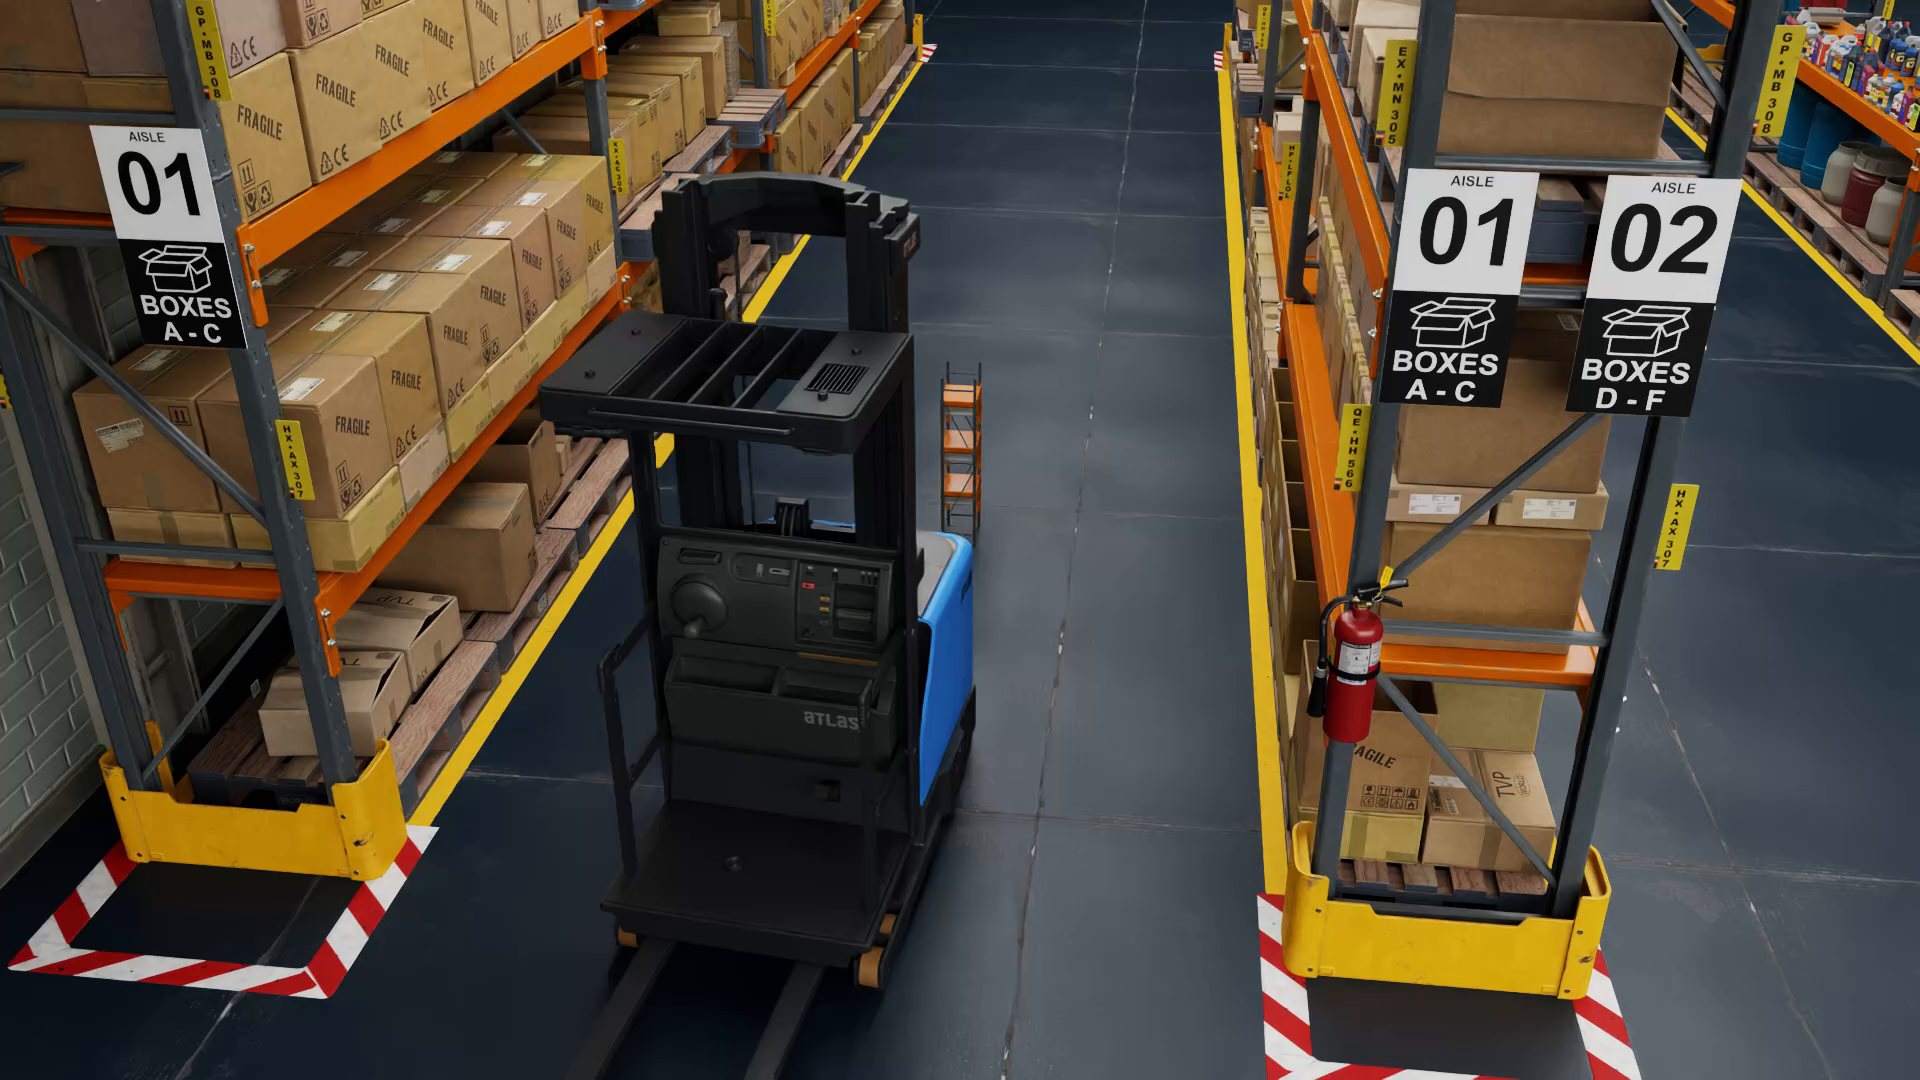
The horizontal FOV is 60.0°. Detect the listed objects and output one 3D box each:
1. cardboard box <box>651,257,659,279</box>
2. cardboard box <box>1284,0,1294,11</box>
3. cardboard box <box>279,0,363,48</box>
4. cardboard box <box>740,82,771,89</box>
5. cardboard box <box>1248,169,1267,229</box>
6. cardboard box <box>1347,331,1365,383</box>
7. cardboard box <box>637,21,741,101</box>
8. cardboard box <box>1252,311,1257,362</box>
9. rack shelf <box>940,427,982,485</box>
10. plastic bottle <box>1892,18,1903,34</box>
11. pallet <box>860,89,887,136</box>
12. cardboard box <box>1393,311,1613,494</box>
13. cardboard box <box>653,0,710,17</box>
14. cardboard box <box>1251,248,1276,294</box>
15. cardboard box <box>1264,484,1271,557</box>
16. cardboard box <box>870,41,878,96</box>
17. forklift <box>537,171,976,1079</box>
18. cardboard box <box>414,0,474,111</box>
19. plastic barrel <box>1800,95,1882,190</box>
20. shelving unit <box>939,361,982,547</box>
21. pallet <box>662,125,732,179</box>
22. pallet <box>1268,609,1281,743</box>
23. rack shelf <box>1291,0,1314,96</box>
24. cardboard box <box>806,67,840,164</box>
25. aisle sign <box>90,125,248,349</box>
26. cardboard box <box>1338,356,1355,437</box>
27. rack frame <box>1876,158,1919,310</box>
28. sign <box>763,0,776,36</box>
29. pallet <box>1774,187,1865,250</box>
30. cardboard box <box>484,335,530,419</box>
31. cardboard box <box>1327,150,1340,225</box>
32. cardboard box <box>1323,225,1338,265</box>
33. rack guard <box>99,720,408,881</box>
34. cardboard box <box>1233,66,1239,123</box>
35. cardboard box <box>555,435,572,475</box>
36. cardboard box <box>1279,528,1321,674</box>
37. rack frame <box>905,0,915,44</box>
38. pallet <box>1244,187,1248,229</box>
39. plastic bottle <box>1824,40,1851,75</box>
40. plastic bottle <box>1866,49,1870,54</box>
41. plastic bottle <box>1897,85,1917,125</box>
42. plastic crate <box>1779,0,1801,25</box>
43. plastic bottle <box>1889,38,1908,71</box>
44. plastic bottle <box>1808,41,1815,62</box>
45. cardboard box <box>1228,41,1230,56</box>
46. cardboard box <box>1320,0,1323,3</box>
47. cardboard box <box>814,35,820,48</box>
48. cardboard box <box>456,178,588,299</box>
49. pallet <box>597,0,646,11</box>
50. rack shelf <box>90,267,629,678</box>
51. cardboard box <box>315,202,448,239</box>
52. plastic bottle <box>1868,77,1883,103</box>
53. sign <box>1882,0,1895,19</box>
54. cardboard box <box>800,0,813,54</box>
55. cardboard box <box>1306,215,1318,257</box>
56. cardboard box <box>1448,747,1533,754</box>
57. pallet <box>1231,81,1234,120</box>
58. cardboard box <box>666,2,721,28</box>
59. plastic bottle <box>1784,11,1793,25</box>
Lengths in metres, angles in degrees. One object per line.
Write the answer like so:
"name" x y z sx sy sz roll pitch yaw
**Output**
"cardboard box" -2.357 -2.055 11.782 0.500 0.250 0.500 3 28 5
"cardboard box" 3.132 -4.379 14.168 0.700 0.500 0.500 9 30 16
"cardboard box" -2.632 -2.162 6.258 0.500 0.500 0.500 3 28 6
"cardboard box" -1.781 -3.754 13.799 0.380 0.149 0.250 3 28 5
"cardboard box" 2.747 -2.975 14.281 0.500 0.500 0.500 4 29 8
"cardboard box" 1.900 -0.792 7.269 0.380 0.149 0.250 4 29 8
"cardboard box" -2.099 -3.730 12.941 0.700 0.500 0.500 0 28 0
"cardboard box" 2.328 -1.450 11.735 0.500 0.250 0.500 4 29 7
"rack shelf" 0.007 -0.478 9.553 0.215 0.259 0.240 3 28 6
"plastic bottle" 8.483 -4.548 15.081 0.144 0.351 0.185 3 28 6
"pallet" -1.391 -4.723 18.294 1.003 0.211 1.213 3 28 6
"cardboard box" 1.961 -0.521 6.082 0.700 0.500 0.500 3 29 6
"cardboard box" -2.253 -4.456 13.629 0.500 0.250 0.500 4 29 8
"cardboard box" 2.389 -1.932 12.038 0.500 0.311 0.500 3 28 5
"cardboard box" 1.951 -0.084 9.199 0.500 0.250 0.500 3 28 6
"cardboard box" -1.303 -5.264 18.550 0.700 0.500 0.500 3 28 6
"forklift" -0.759 0.261 6.176 1.130 2.935 3.031 6 29 11
"cardboard box" -2.537 -2.213 7.407 0.500 0.500 0.500 5 29 9
"plastic barrel" 8.101 -3.694 15.213 0.600 0.901 0.708 3 28 6
"shelving unit" 0.007 -0.487 9.548 0.215 1.050 0.252 3 28 6
"pallet" -2.253 -2.695 11.793 1.003 0.211 1.213 3 28 6
"pallet" 2.089 0.630 8.357 1.003 0.211 1.213 3 28 6
"rack shelf" 2.620 -3.490 10.662 1.077 0.370 4.000 3 28 6
"cardboard box" -1.618 -4.103 16.028 0.750 0.750 0.750 4 29 8
"aisle sign" -2.743 -1.041 5.780 0.394 0.787 0.004 3 28 6
"cardboard box" 2.142 -0.654 7.696 0.700 0.500 0.500 4 29 8
"rack frame" 7.781 -3.138 12.413 1.000 3.000 0.127 3 28 6
"sign" -1.512 -4.162 13.175 0.100 0.325 0.005 3 28 6
"pallet" 7.988 -2.857 14.830 1.003 0.211 1.213 3 28 6
"cardboard box" -2.475 -0.825 8.255 0.500 0.250 0.500 4 29 7
"cardboard box" 2.327 -1.951 8.735 0.700 0.500 0.500 3 29 6
"cardboard box" 2.090 -1.520 8.619 0.380 0.149 0.250 3 28 5
"rack guard" -3.022 1.116 7.151 1.175 0.500 0.348 3 28 6
"cardboard box" 3.144 -4.689 17.462 0.500 0.500 0.500 3 28 6
"cardboard box" -2.577 -0.524 10.083 0.380 0.166 0.250 0 28 0
"cardboard box" 1.763 0.292 7.711 0.500 0.500 0.500 3 28 6
"rack frame" -1.071 -7.480 20.471 1.000 3.000 0.127 3 28 6
"pallet" 3.146 -3.122 15.323 1.003 0.211 1.213 3 28 6
"plastic bottle" 7.694 -4.226 14.562 0.152 0.276 0.135 3 28 6
"plastic bottle" 7.772 -4.071 14.279 0.097 0.271 0.097 0 28 0
"plastic bottle" 7.435 -3.411 13.041 0.061 0.283 0.133 3 28 6
"plastic crate" 7.990 -5.280 16.342 0.392 0.384 0.575 3 28 6
"plastic bottle" 8.294 -4.286 14.679 0.097 0.271 0.097 0 28 0
"plastic bottle" 7.726 -4.421 15.003 0.097 0.201 0.097 0 28 0
"cardboard box" 3.453 -5.955 20.183 0.380 0.149 0.250 3 28 6
"cardboard box" 2.052 -2.934 8.176 0.500 0.500 0.500 6 29 10
"cardboard box" -1.521 -4.724 15.600 0.380 0.149 0.250 3 28 5
"cardboard box" -2.348 -1.628 8.956 0.500 0.500 0.500 3 28 6
"pallet" -2.360 -3.353 9.847 1.213 0.211 1.003 3 28 6
"rack shelf" -2.787 -0.573 8.409 1.077 0.370 4.000 3 28 6
"cardboard box" -2.940 -1.417 8.565 0.500 0.500 0.500 4 29 8
"plastic bottle" 7.539 -3.703 13.670 0.097 0.201 0.097 0 28 0
"sign" 8.817 -5.110 15.781 0.100 0.325 0.005 3 28 6
"cardboard box" -1.603 -4.591 14.669 0.500 0.500 0.500 3 28 6
"cardboard box" 2.301 -1.910 10.275 0.396 0.266 0.258 3 28 5
"cardboard box" 2.229 0.888 7.395 0.500 0.250 0.500 3 28 6
"pallet" 3.588 -4.982 18.775 1.003 0.211 1.213 3 28 6
"cardboard box" -2.064 -4.073 12.895 0.380 0.149 0.250 0 28 0
"plastic bottle" 7.803 -4.822 15.661 0.061 0.283 0.133 3 28 6
